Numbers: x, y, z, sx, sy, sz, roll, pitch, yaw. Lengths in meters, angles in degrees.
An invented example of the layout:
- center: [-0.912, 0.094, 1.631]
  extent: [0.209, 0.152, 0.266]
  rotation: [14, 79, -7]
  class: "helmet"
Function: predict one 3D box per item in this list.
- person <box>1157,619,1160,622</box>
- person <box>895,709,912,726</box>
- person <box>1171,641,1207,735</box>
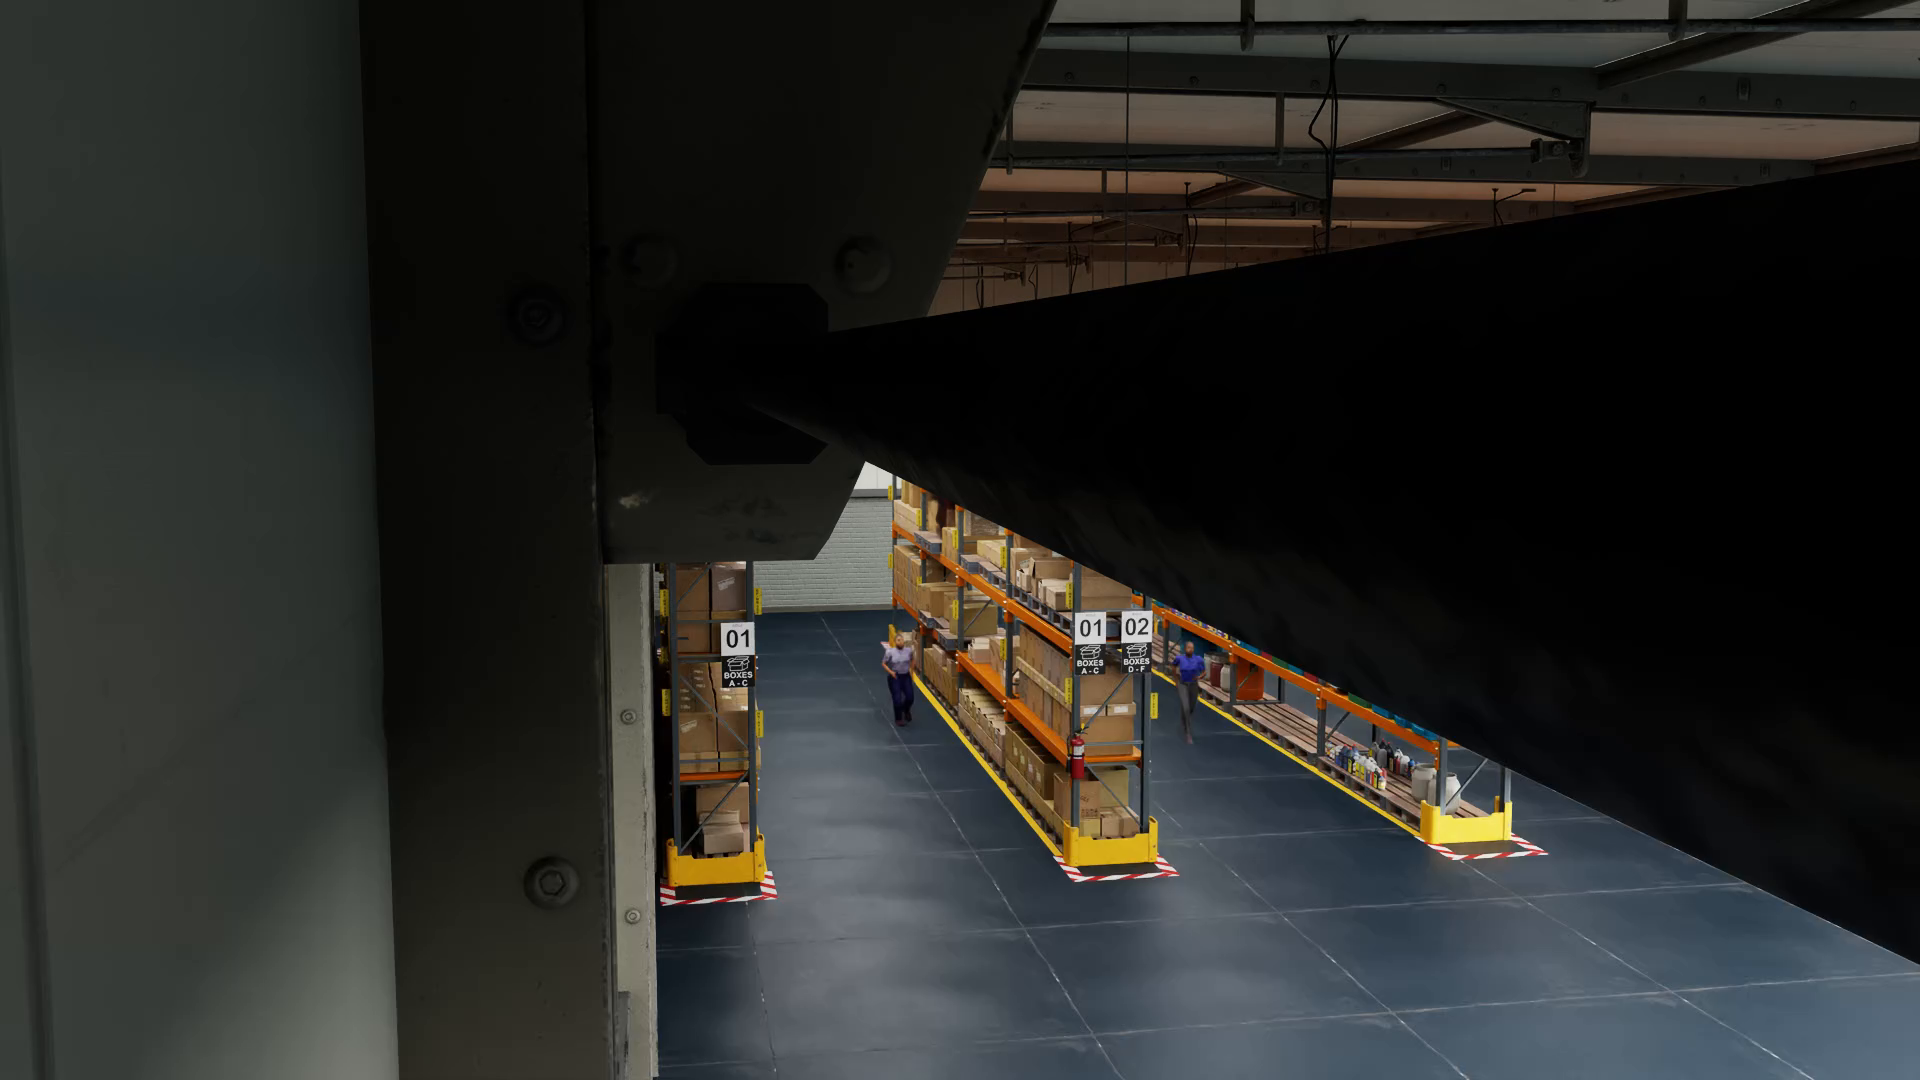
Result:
- center: [4.936, 1.201, 39.860]
  extent: [0.835, 1.699, 0.587]
  rotation: [0, 6, 2]
  class: "person"
- center: [-0.980, 3.028, 28.966]
  extent: [0.310, 0.387, 0.324]
  rotation: [-2, 6, -16]
  class: "person"
- center: [3.836, 2.436, 27.914]
  extent: [0.529, 1.536, 0.911]
  rotation: [-1, 6, -8]
  class: "person"
